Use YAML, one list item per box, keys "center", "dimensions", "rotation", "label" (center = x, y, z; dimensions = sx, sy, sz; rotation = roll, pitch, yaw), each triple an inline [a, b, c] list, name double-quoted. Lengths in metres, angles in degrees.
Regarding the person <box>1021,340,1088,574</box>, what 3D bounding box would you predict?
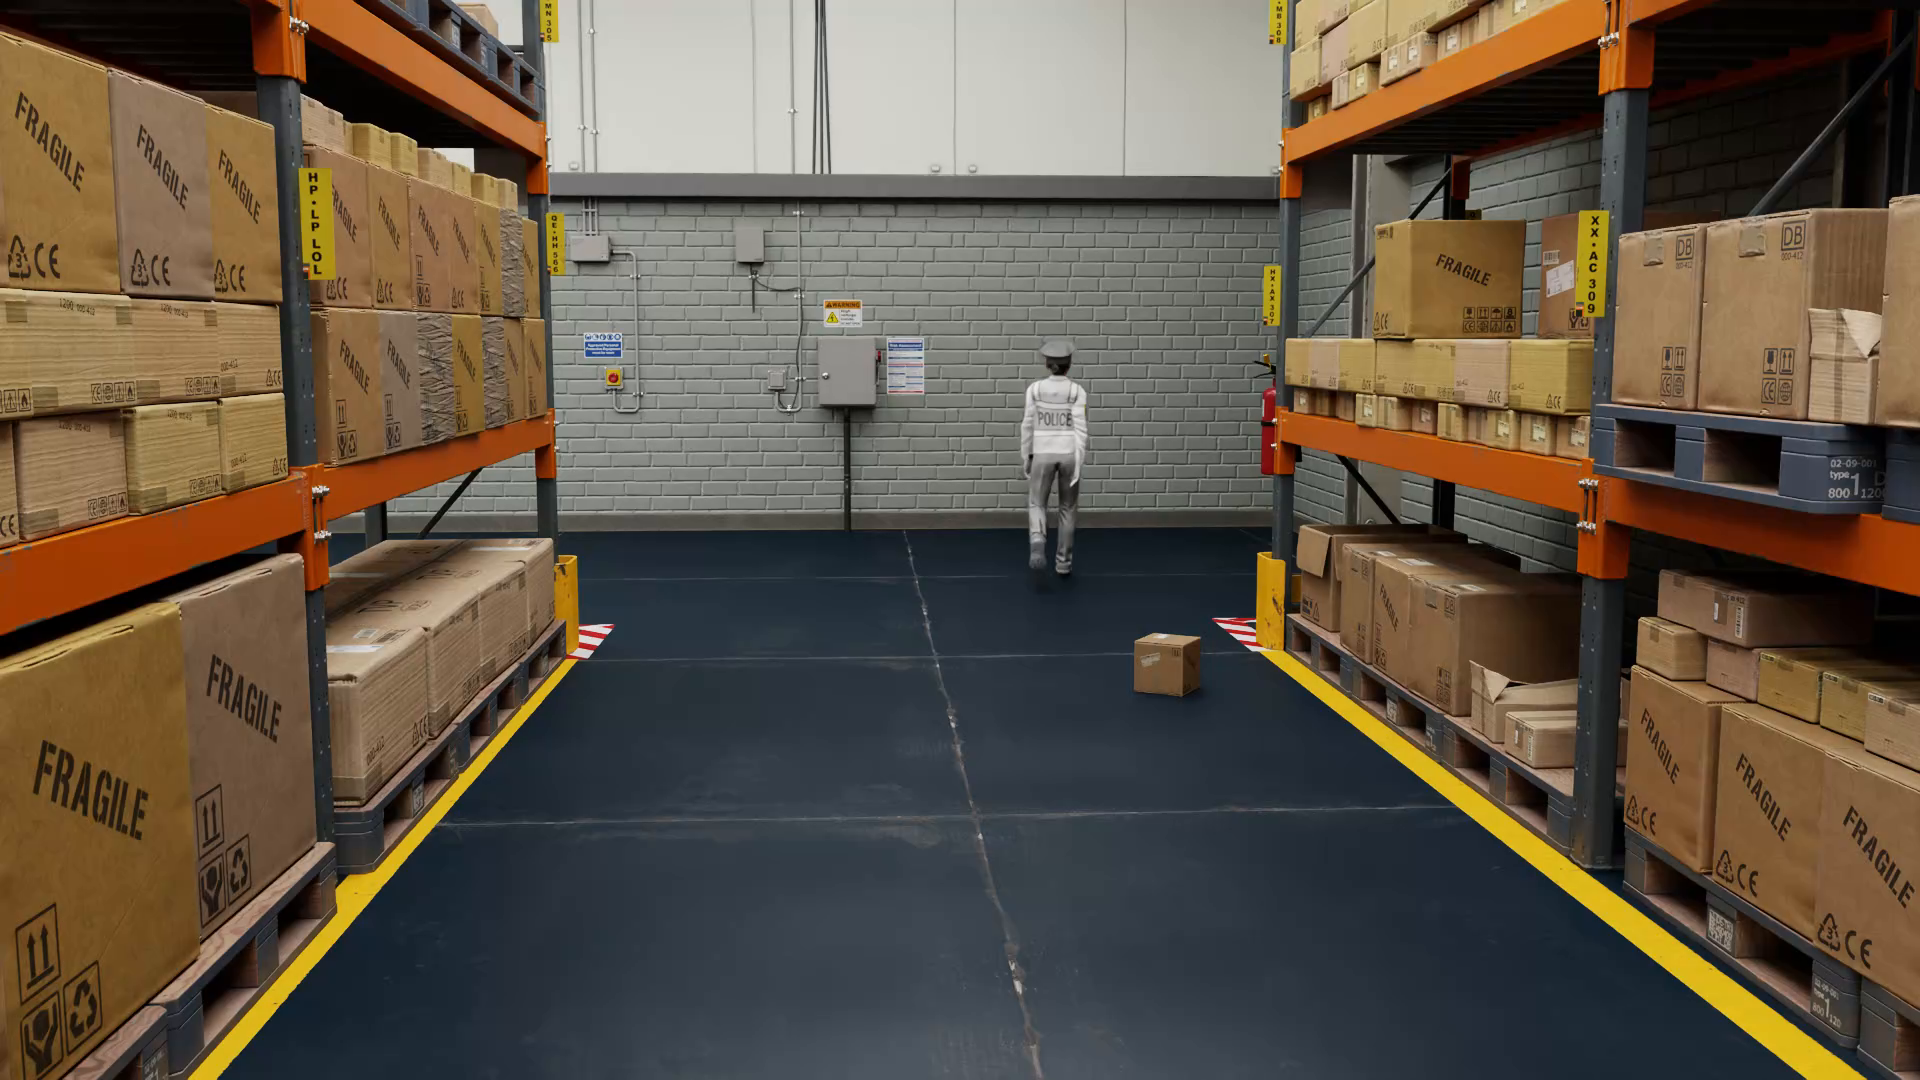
- center: [0.660, -0.569, 11.696]
  dimensions: [0.473, 1.667, 0.733]
  rotation: [1, 7, 5]
  label: "person"
